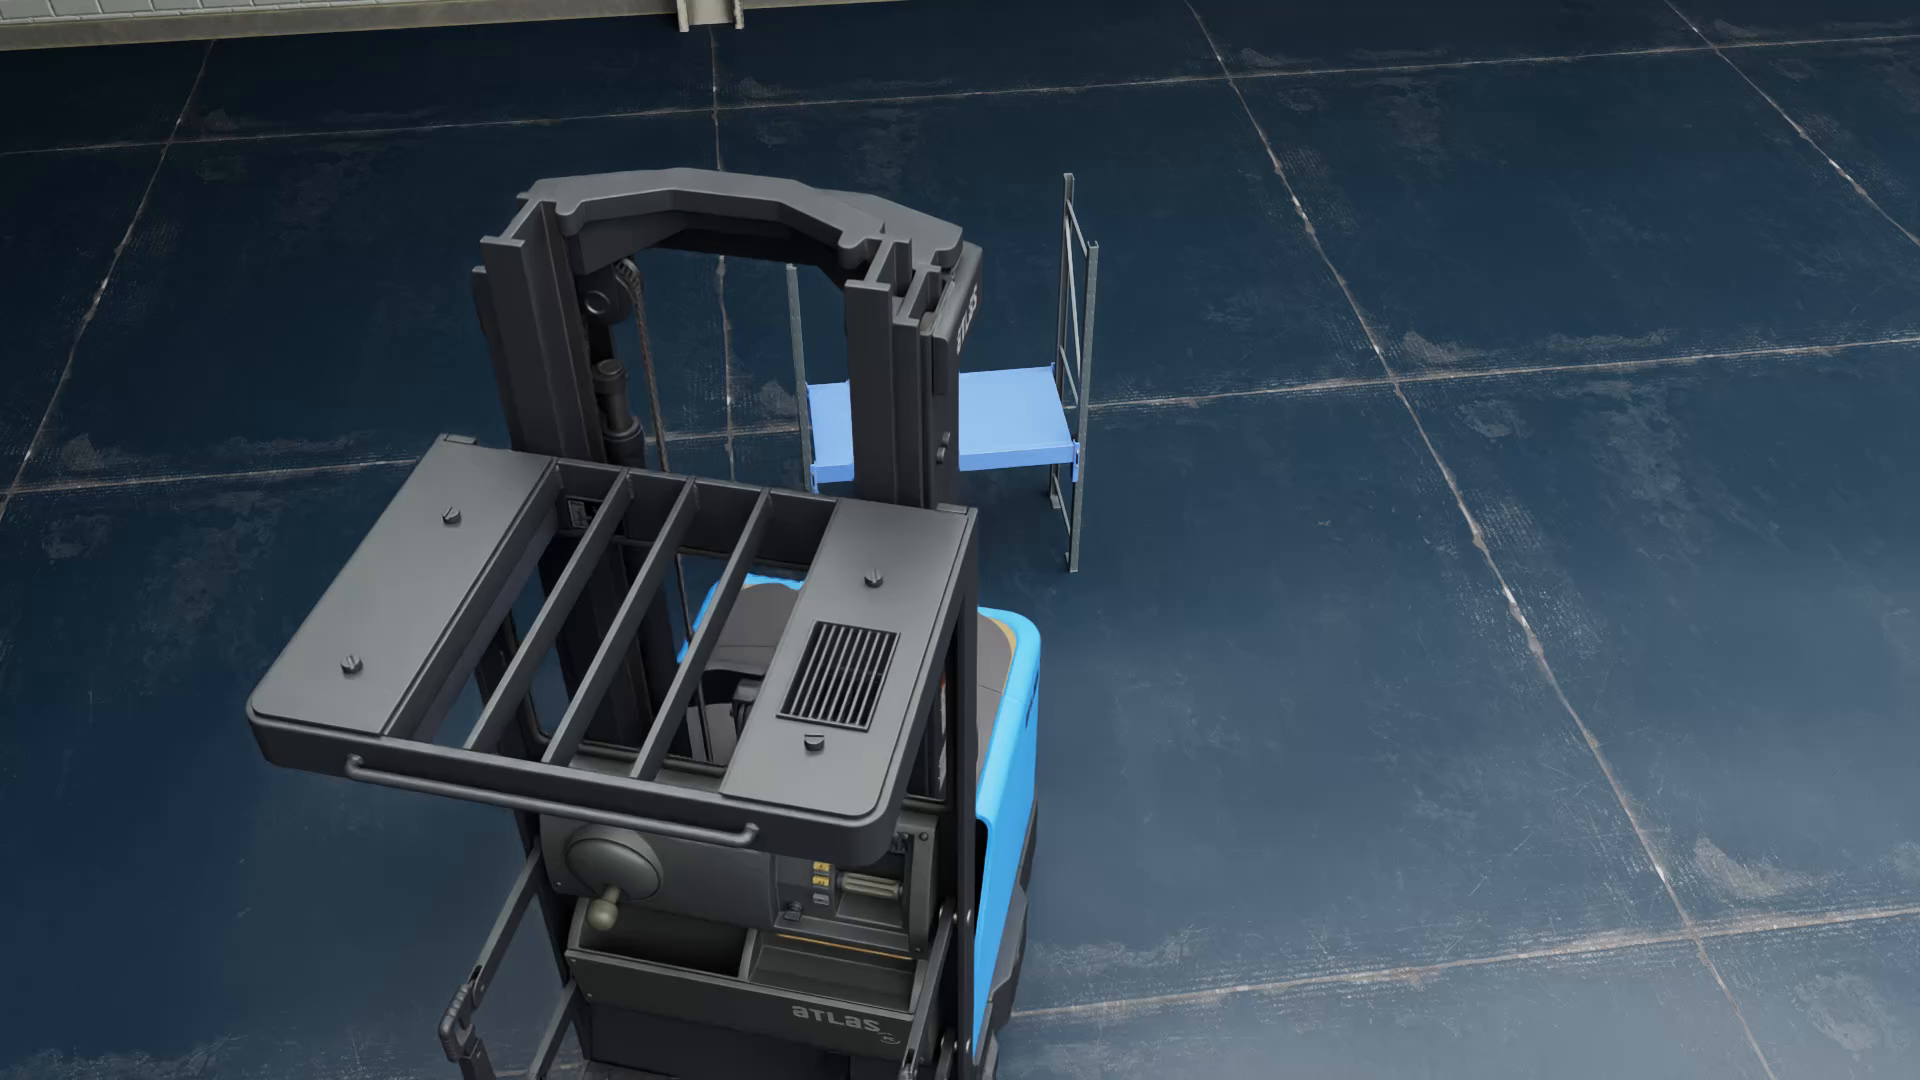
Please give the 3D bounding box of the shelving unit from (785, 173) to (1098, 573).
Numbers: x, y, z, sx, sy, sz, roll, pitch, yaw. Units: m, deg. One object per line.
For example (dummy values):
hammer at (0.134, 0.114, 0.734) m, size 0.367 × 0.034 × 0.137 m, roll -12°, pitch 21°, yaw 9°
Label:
shelving unit at (-0.085, -0.550, 6.239) m, size 1.048 × 1.500 × 0.538 m, roll -5°, pitch 42°, yaw -6°

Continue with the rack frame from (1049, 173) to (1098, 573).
rack frame at (0.419, -0.594, 6.288) m, size 0.032 × 1.500 × 0.500 m, roll -5°, pitch 42°, yaw -6°

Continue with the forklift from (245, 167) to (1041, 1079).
forklift at (-0.558, 0.827, 3.645) m, size 1.130 × 2.935 × 3.031 m, roll 8°, pitch 43°, yaw 9°

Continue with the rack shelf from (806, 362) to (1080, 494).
rack shelf at (-0.085, -0.416, 6.360) m, size 1.000 × 0.185 × 0.538 m, roll -5°, pitch 42°, yaw -6°

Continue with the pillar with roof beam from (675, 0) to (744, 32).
pillar with roof beam at (-0.988, -3.721, 4.157) m, size 0.400 × 9.000 × 9.100 m, roll -5°, pitch 42°, yaw -6°

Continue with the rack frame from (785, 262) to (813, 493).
rack frame at (-0.589, -0.505, 6.191) m, size 0.032 × 1.500 × 0.500 m, roll -5°, pitch 42°, yaw -6°
